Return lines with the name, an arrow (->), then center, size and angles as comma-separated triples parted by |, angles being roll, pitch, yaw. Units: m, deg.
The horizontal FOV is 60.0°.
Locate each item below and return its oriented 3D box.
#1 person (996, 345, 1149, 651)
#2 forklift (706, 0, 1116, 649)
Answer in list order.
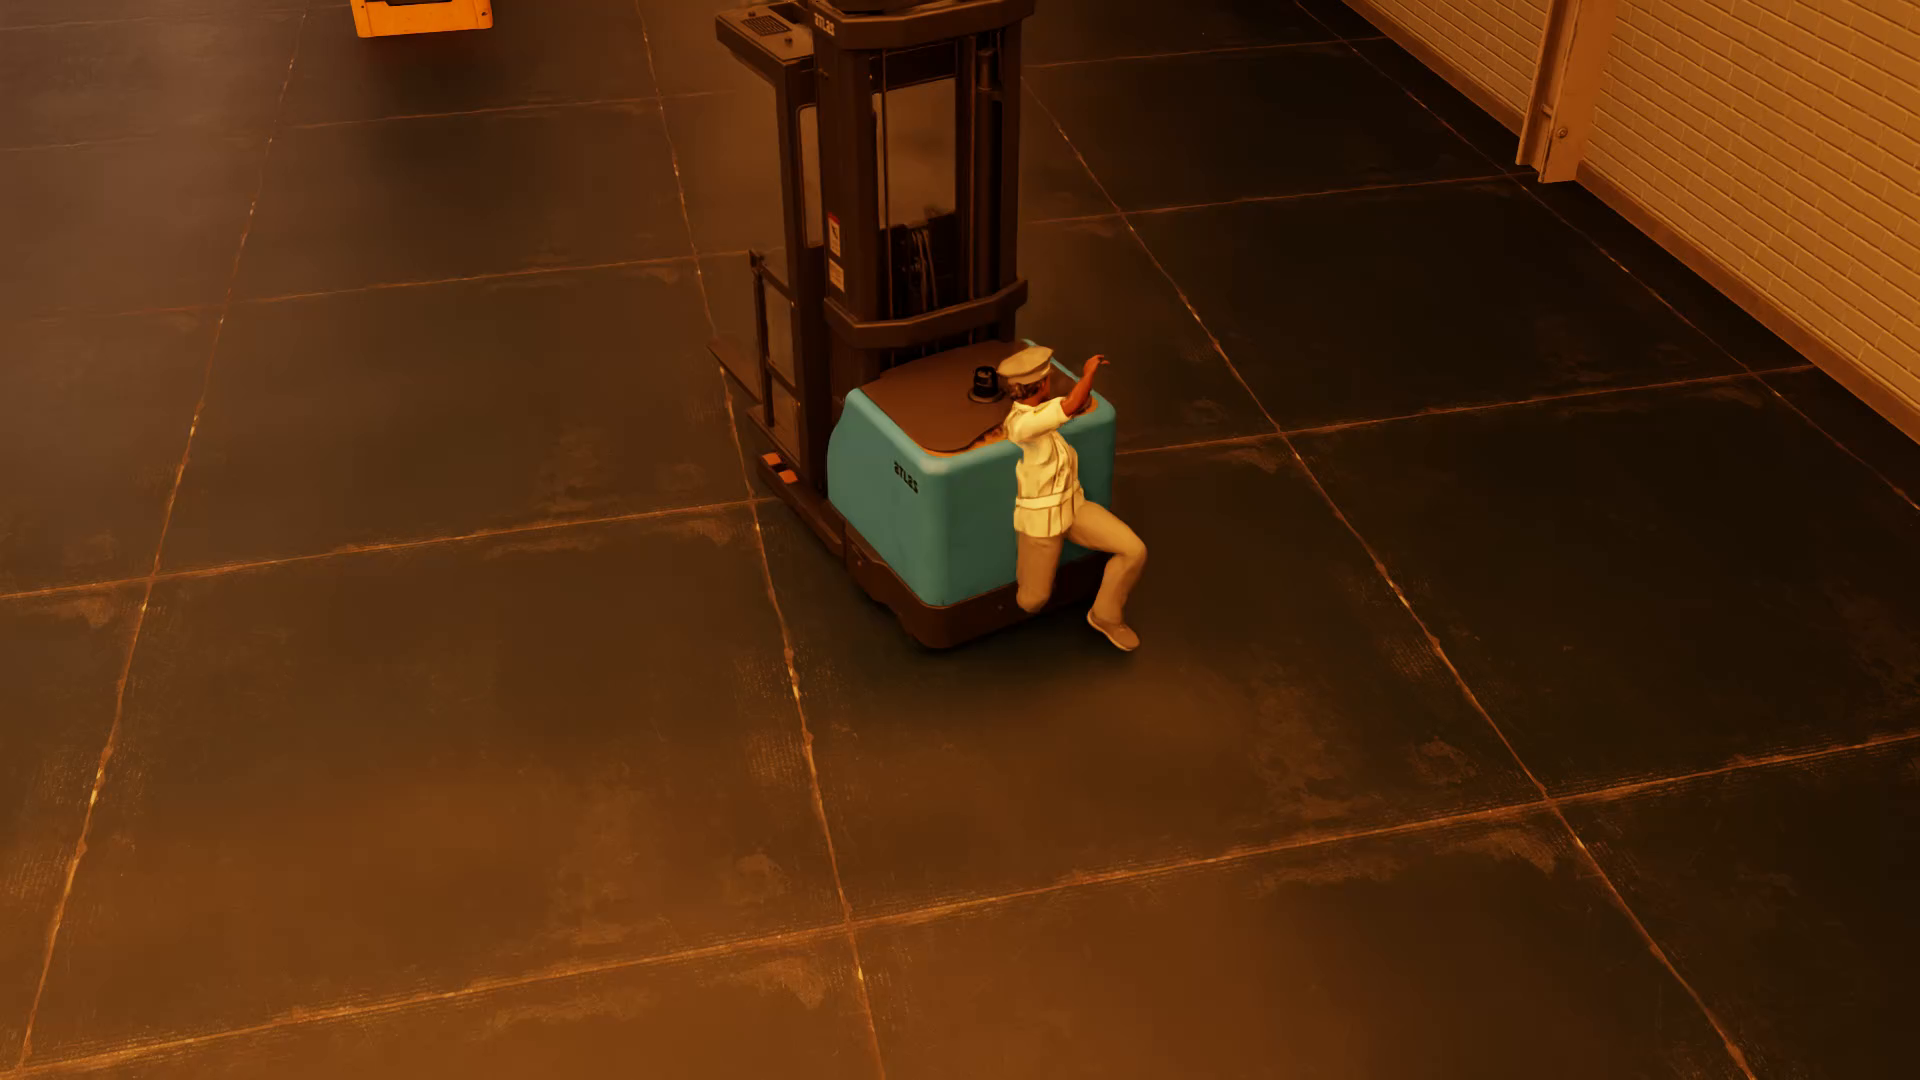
person -> 0.580, -0.283, 7.791 | 0.882, 1.398, 0.965 | 20, 40, 25
forklift -> -0.446, -1.520, 8.162 | 1.130, 2.935, 3.031 | -19, 40, -24
